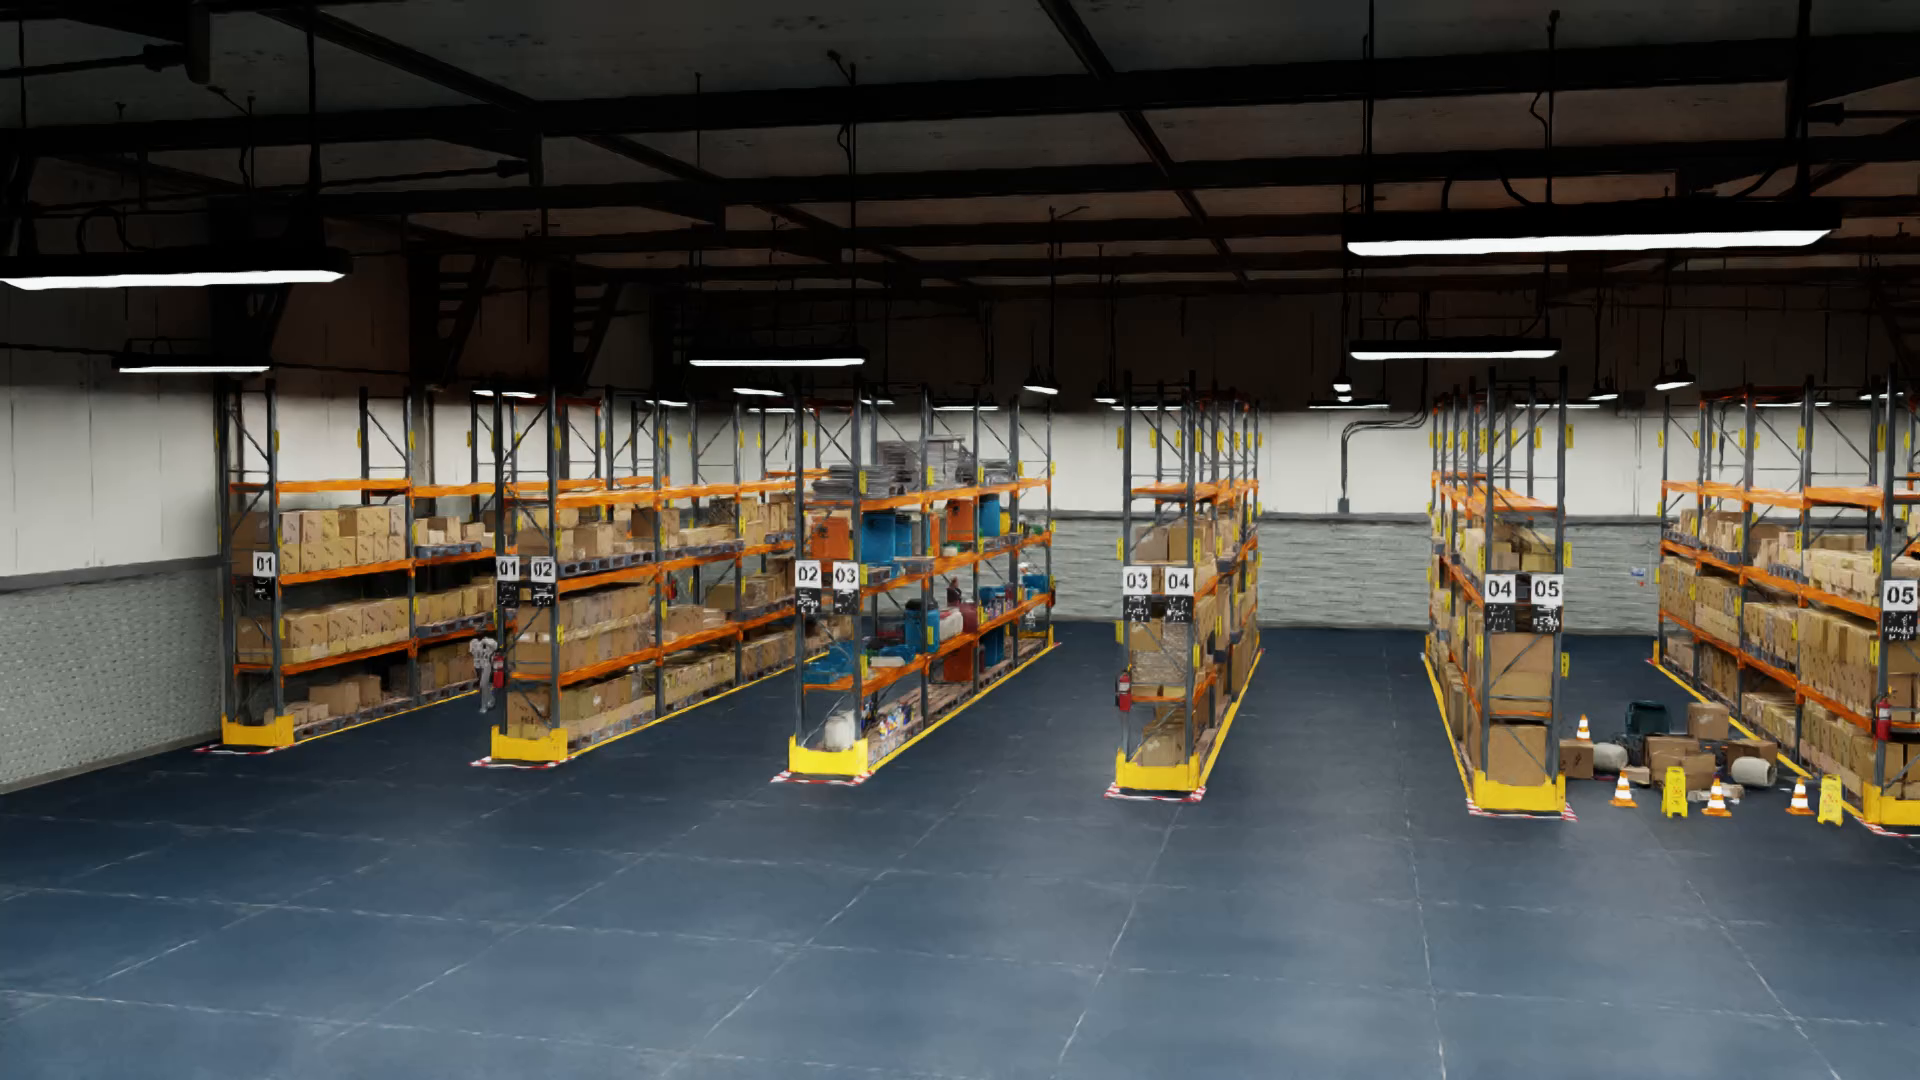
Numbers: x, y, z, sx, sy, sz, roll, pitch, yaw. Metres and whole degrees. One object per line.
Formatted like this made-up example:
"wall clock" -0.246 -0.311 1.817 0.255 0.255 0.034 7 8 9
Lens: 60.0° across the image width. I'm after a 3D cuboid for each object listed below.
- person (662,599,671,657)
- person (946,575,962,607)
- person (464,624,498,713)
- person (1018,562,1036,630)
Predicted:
"person" -6.415 2.053 35.873 0.447 1.560 1.088 1 4 15
"person" -0.084 1.723 39.559 0.504 1.787 0.629 -1 4 -18
"person" -8.841 2.344 30.834 0.580 1.620 0.831 1 4 18
"person" 1.781 1.465 43.949 0.496 1.776 0.631 -2 4 -25
